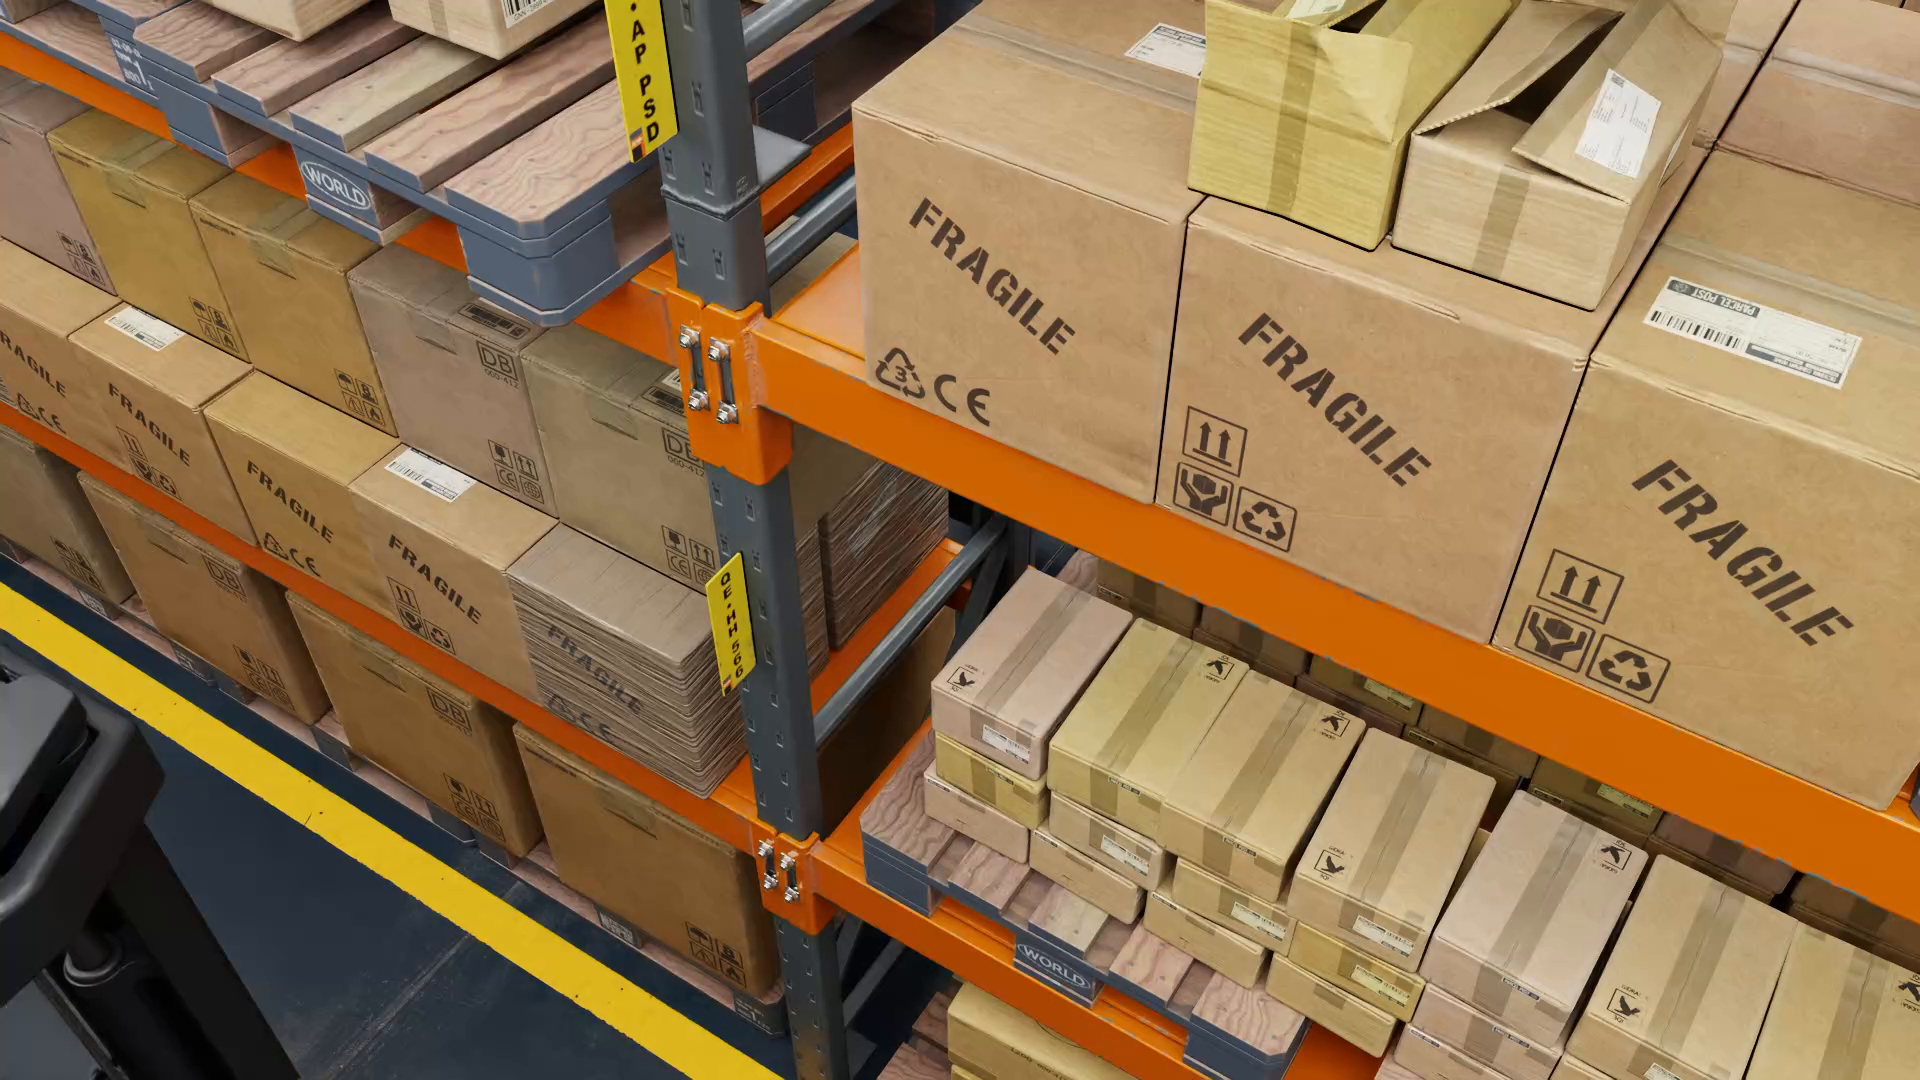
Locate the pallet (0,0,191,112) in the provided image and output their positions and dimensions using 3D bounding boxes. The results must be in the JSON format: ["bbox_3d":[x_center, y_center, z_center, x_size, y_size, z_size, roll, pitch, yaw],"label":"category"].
[{"bbox_3d":[-1.654,-1.395,3.554,1.213,0.211,1.003,27,52,24],"label":"pallet"}]

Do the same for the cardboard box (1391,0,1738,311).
[{"bbox_3d":[0.721,-0.516,1.965,0.258,0.266,0.396,25,51,22],"label":"cardboard box"}]

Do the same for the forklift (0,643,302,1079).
[{"bbox_3d":[-1.923,1.174,3.065,3.031,2.935,1.130,23,50,21],"label":"forklift"}]

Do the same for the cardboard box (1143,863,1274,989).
[{"bbox_3d":[0.580,0.678,3.382,0.250,0.149,0.380,27,52,24],"label":"cardboard box"}]

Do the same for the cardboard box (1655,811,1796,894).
[{"bbox_3d":[1.608,0.485,3.362,0.250,0.149,0.380,26,51,23],"label":"cardboard box"}]

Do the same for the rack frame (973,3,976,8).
[{"bbox_3d":[-0.066,-0.762,5.526,0.015,2.100,0.400,25,51,22],"label":"rack frame"}]

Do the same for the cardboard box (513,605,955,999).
[{"bbox_3d":[-0.605,0.581,4.870,0.750,0.750,1.050,24,50,22],"label":"cardboard box"}]

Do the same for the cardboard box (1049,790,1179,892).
[{"bbox_3d":[0.387,0.483,3.364,0.250,0.149,0.380,27,52,24],"label":"cardboard box"}]

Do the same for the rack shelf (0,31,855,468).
[{"bbox_3d":[-1.824,-1.336,3.866,4.000,0.370,1.077,25,51,22],"label":"rack shelf"}]

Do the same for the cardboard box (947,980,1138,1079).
[{"bbox_3d":[0.309,1.110,4.007,0.500,0.250,0.500,23,50,20],"label":"cardboard box"}]

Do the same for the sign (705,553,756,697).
[{"bbox_3d":[-0.438,0.166,3.190,0.005,0.325,0.100,25,51,22],"label":"sign"}]

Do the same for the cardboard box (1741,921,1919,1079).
[{"bbox_3d":[1.459,0.870,2.781,0.250,0.149,0.380,24,50,22],"label":"cardboard box"}]

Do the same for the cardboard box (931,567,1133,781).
[{"bbox_3d":[0.147,0.265,3.369,0.250,0.149,0.380,25,51,22],"label":"cardboard box"}]

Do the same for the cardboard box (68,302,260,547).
[{"bbox_3d":[-1.938,-0.397,4.475,0.500,0.500,0.500,25,51,23],"label":"cardboard box"}]

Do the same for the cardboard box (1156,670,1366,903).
[{"bbox_3d":[0.575,0.463,3.176,0.250,0.149,0.380,24,51,22],"label":"cardboard box"}]

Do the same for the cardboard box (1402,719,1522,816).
[{"bbox_3d":[1.155,0.383,3.668,0.250,0.149,0.380,24,50,22],"label":"cardboard box"}]

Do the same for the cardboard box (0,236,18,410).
[{"bbox_3d":[-2.785,-0.789,4.856,0.500,0.500,0.500,25,51,22],"label":"cardboard box"}]

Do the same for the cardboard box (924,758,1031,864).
[{"bbox_3d":[0.127,0.470,3.584,0.250,0.149,0.380,24,50,22],"label":"cardboard box"}]

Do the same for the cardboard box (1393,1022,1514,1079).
[{"bbox_3d":[1.033,0.883,3.183,0.250,0.149,0.380,26,51,23],"label":"cardboard box"}]

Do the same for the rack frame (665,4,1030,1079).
[{"bbox_3d":[-0.141,0.233,3.932,0.127,3.000,1.000,25,51,22],"label":"rack frame"}]

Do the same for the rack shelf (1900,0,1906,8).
[{"bbox_3d":[4.306,-1.697,6.309,4.000,0.370,1.077,25,51,22],"label":"rack shelf"}]

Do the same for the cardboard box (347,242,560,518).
[{"bbox_3d":[-0.940,-0.525,3.901,0.500,0.500,0.700,24,50,22],"label":"cardboard box"}]

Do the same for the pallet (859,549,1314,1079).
[{"bbox_3d":[0.517,0.512,3.795,1.003,0.211,1.213,25,51,22],"label":"pallet"}]

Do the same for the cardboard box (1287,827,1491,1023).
[{"bbox_3d":[0.826,0.682,3.171,0.250,0.149,0.380,25,51,22],"label":"cardboard box"}]

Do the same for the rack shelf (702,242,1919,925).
[{"bbox_3d":[1.543,0.213,2.361,4.000,0.370,1.077,25,51,22],"label":"rack shelf"}]

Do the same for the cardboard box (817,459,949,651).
[{"bbox_3d":[-0.373,-0.138,4.223,0.500,0.500,0.500,25,51,23],"label":"cardboard box"}]

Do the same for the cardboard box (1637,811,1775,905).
[{"bbox_3d":[1.599,0.588,3.470,0.250,0.149,0.380,26,51,23],"label":"cardboard box"}]

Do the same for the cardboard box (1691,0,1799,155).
[{"bbox_3d":[0.905,-0.593,2.574,0.500,0.500,0.500,25,51,22],"label":"cardboard box"}]

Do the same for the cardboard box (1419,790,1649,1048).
[{"bbox_3d":[1.027,0.670,2.975,0.250,0.149,0.380,27,52,24],"label":"cardboard box"}]

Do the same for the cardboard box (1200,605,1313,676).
[{"bbox_3d":[0.747,0.090,3.746,0.250,0.149,0.380,27,51,23],"label":"cardboard box"}]

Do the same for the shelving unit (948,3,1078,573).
[{"bbox_3d":[0.139,-0.668,5.435,0.503,2.100,0.431,25,51,22],"label":"shelving unit"}]

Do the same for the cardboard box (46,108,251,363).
[{"bbox_3d":[-1.803,-0.920,4.285,0.500,0.500,0.700,24,51,22],"label":"cardboard box"}]

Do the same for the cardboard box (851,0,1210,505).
[{"bbox_3d":[0.196,-0.465,2.449,0.500,0.500,0.500,25,51,22],"label":"cardboard box"}]

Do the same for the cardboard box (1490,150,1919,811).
[{"bbox_3d":[1.045,-0.085,2.080,0.500,0.500,0.500,25,51,22],"label":"cardboard box"}]

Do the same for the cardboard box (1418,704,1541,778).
[{"bbox_3d":[1.180,0.287,3.554,0.250,0.149,0.380,25,51,22],"label":"cardboard box"}]

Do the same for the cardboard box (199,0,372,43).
[{"bbox_3d":[-1.183,-1.186,2.919,0.500,0.311,0.500,25,51,22],"label":"cardboard box"}]

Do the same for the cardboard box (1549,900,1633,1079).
[{"bbox_3d":[1.242,0.877,2.981,0.250,0.149,0.380,24,51,22],"label":"cardboard box"}]

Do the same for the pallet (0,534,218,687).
[{"bbox_3d":[-2.818,-0.090,6.191,1.213,0.211,1.003,25,51,22],"label":"pallet"}]

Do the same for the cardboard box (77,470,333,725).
[{"bbox_3d":[-2.127,-0.116,5.547,0.750,0.750,1.050,25,51,22],"label":"cardboard box"}]

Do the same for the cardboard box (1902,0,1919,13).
[{"bbox_3d":[3.753,-2.010,6.042,0.500,0.500,0.500,24,50,21],"label":"cardboard box"}]

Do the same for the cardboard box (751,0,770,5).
[{"bbox_3d":[-0.335,-1.132,2.979,0.250,0.149,0.380,23,50,21],"label":"cardboard box"}]

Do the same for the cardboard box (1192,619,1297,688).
[{"bbox_3d":[0.731,0.185,3.861,0.250,0.149,0.380,25,51,22],"label":"cardboard box"}]

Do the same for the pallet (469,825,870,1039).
[{"bbox_3d":[-0.764,0.854,5.273,1.213,0.211,1.003,25,51,22],"label":"pallet"}]

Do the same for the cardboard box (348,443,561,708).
[{"bbox_3d":[-1.084,-0.008,4.096,0.500,0.500,0.500,25,51,22],"label":"cardboard box"}]
